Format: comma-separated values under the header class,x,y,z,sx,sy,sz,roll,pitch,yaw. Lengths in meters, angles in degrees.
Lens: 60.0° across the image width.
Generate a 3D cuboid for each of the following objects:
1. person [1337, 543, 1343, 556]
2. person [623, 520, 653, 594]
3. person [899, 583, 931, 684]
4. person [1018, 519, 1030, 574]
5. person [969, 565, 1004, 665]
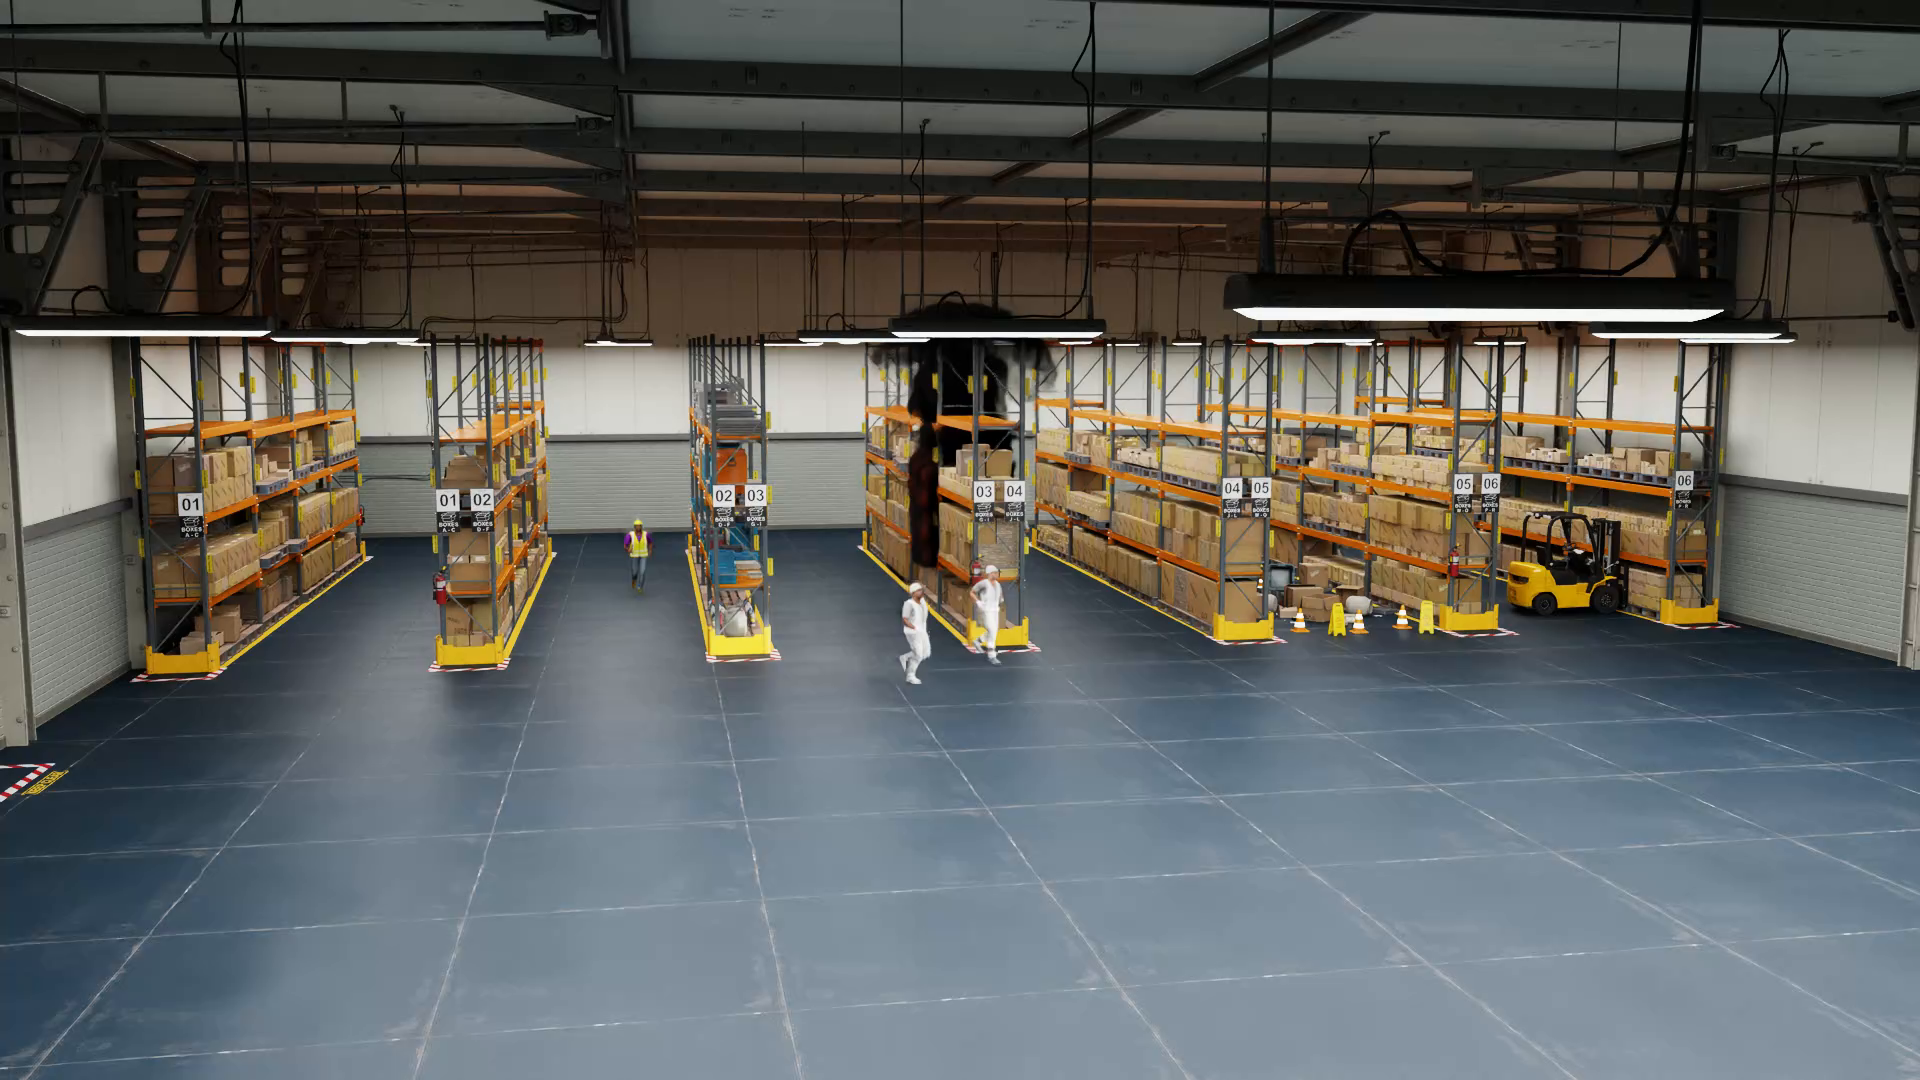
class,x,y,z,sx,sy,sz,roll,pitch,yaw
person,10.049,-0.111,43.831,0.628,1.661,0.586,-1,7,-10
person,-7.559,0.386,39.115,0.704,1.725,0.668,-2,7,-18
person,-0.777,1.595,28.620,0.670,1.744,0.702,4,8,30
person,1.480,0.072,42.278,0.588,1.721,0.756,-2,7,-18
person,0.563,1.344,30.700,0.963,1.765,0.684,6,9,41
